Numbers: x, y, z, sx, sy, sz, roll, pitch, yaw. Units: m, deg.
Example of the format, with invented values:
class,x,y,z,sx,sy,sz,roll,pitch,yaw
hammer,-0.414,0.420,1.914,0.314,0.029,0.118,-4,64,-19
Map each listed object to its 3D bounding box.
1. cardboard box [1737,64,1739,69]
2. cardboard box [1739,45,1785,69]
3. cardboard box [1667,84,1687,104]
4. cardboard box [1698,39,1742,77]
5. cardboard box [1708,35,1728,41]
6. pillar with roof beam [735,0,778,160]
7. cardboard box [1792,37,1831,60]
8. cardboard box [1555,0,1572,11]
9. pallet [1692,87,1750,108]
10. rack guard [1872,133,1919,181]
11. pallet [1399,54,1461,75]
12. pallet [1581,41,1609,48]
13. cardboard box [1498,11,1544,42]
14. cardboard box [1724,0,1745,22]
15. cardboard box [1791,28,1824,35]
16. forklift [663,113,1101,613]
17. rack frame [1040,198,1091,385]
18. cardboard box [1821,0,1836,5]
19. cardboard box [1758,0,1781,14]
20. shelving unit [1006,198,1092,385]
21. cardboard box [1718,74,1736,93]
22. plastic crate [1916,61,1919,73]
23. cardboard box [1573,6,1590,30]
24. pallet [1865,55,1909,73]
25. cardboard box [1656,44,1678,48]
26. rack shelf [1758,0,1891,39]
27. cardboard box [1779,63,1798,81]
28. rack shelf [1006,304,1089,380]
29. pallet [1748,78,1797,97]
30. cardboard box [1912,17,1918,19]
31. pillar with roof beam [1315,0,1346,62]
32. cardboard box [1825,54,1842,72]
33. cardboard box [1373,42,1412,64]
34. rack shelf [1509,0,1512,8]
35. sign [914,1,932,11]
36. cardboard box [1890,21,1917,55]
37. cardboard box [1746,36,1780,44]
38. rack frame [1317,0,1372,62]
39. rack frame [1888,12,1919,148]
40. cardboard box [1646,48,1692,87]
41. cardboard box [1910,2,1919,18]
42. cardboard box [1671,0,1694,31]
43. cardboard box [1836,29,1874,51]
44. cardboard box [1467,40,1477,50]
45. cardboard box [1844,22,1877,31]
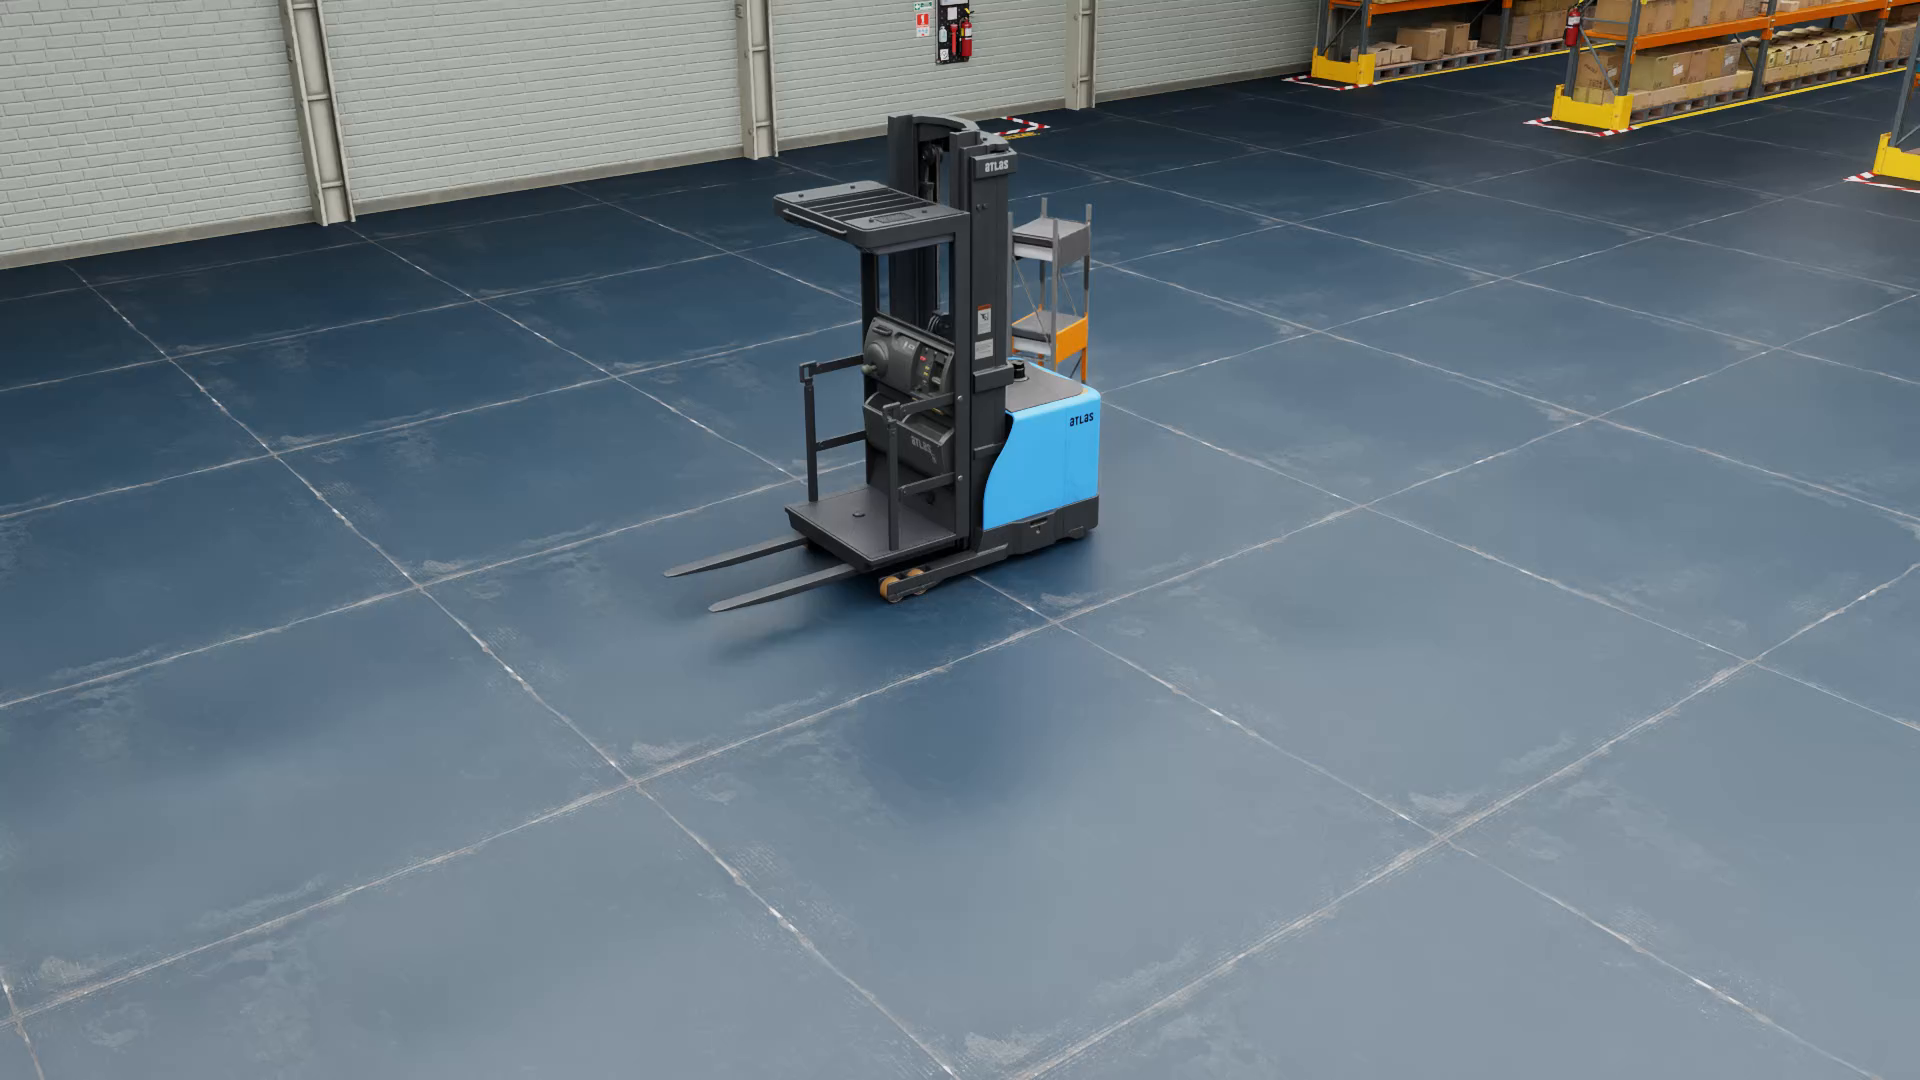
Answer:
class,x,y,z,sx,sy,sz,roll,pitch,yaw
cardboard box,12.979,-7.953,28.090,0.500,0.250,0.500,-19,31,-35
cardboard box,13.311,-8.028,27.587,0.500,0.311,0.500,-18,30,-34
cardboard box,11.028,-7.036,26.116,0.500,0.250,0.500,-18,31,-34
cardboard box,12.201,-7.770,26.806,0.500,0.500,0.500,-18,31,-34
cardboard box,12.274,-8.073,27.457,0.500,0.500,0.500,-18,31,-34
pillar with roof beam,-0.145,-8.053,18.413,0.400,9.000,9.100,-18,31,-34
cardboard box,14.520,-8.428,28.448,0.500,0.311,0.500,-17,30,-33
cardboard box,11.497,-10.424,32.203,0.500,0.250,0.500,-18,31,-34
pallet,12.180,-7.348,27.333,1.213,0.211,1.003,-18,31,-34
rack guard,12.768,-5.026,21.987,0.348,0.500,1.175,-18,31,-34
pallet,8.305,-8.676,30.194,1.213,0.211,1.003,-18,31,-34
pallet,12.304,-10.018,33.084,1.213,0.211,1.003,-18,31,-34
cardboard box,10.717,-9.859,31.877,0.500,0.500,0.700,-19,31,-35
cardboard box,12.075,-8.595,26.587,0.500,0.500,0.700,-19,31,-35
cardboard box,14.978,-8.865,29.389,0.500,0.311,0.500,-19,31,-35
forklift,-0.507,-1.173,10.796,3.031,2.935,1.130,-17,30,-32
rack frame,0.774,-1.500,12.479,0.400,2.100,0.015,15,29,29
cardboard box,14.669,-9.449,28.428,0.500,0.500,0.500,-20,32,-37
cardboard box,13.192,-8.880,27.499,0.500,0.250,0.500,-16,29,-31
shelving unit,0.645,-1.411,12.292,0.431,2.100,0.503,15,29,29
cardboard box,12.202,-7.430,26.963,0.500,0.250,0.500,-18,31,-34
plastic crate,12.947,-6.287,21.909,0.616,0.251,0.499,-18,31,-34
cardboard box,11.908,-10.251,32.722,0.500,0.500,0.700,-18,31,-34
pallet,16.590,-8.761,30.378,1.213,0.211,1.003,-18,31,-34
cardboard box,11.095,-7.682,26.616,0.500,0.500,0.500,-18,31,-34
rack shelf,14.406,-8.999,28.432,4.000,0.370,1.077,-18,31,-34
cardboard box,13.705,-7.904,27.985,0.500,0.250,0.500,-17,30,-33
rack shelf,0.646,-1.399,12.298,0.431,0.518,0.480,15,29,29
pallet,13.387,-7.745,28.188,1.213,0.211,1.003,-18,31,-34
cardboard box,17.785,-9.635,31.395,0.500,0.500,0.500,-18,30,-33
pillar with roof beam,9.298,-11.170,25.129,0.400,9.000,9.100,-18,31,-34
cardboard box,14.915,-8.306,28.851,0.500,0.250,0.500,-17,30,-33
cardboard box,7.673,-8.685,29.571,0.500,0.311,0.500,-15,29,-30
rack shelf,11.346,-10.639,31.966,4.000,0.370,1.077,-18,31,-34
sign,-0.538,-7.833,24.392,0.331,0.109,0.001,-18,31,-34
cardboard box,17.320,-9.201,30.458,0.500,0.500,0.500,-19,31,-35
cardboard box,13.773,-8.470,28.538,0.500,0.311,0.500,-18,31,-34
rack frame,6.624,-9.407,28.456,0.127,3.000,1.000,-18,31,-34
rack frame,12.738,-6.125,21.384,0.127,3.000,1.000,-18,31,-34
cardboard box,11.021,-7.380,25.966,0.500,0.500,0.500,-18,31,-34
cardboard box,17.809,-9.985,31.258,0.500,0.250,0.500,-18,30,-34
cardboard box,10.864,-8.194,25.724,0.500,0.500,0.700,-18,30,-34
cardboard box,15.719,-8.825,29.303,0.500,0.311,0.500,-17,30,-33
cardboard box,9.370,-9.211,30.878,0.380,0.166,0.250,22,33,39
cardboard box,16.571,-9.231,30.524,0.500,0.500,0.500,-17,30,-32
